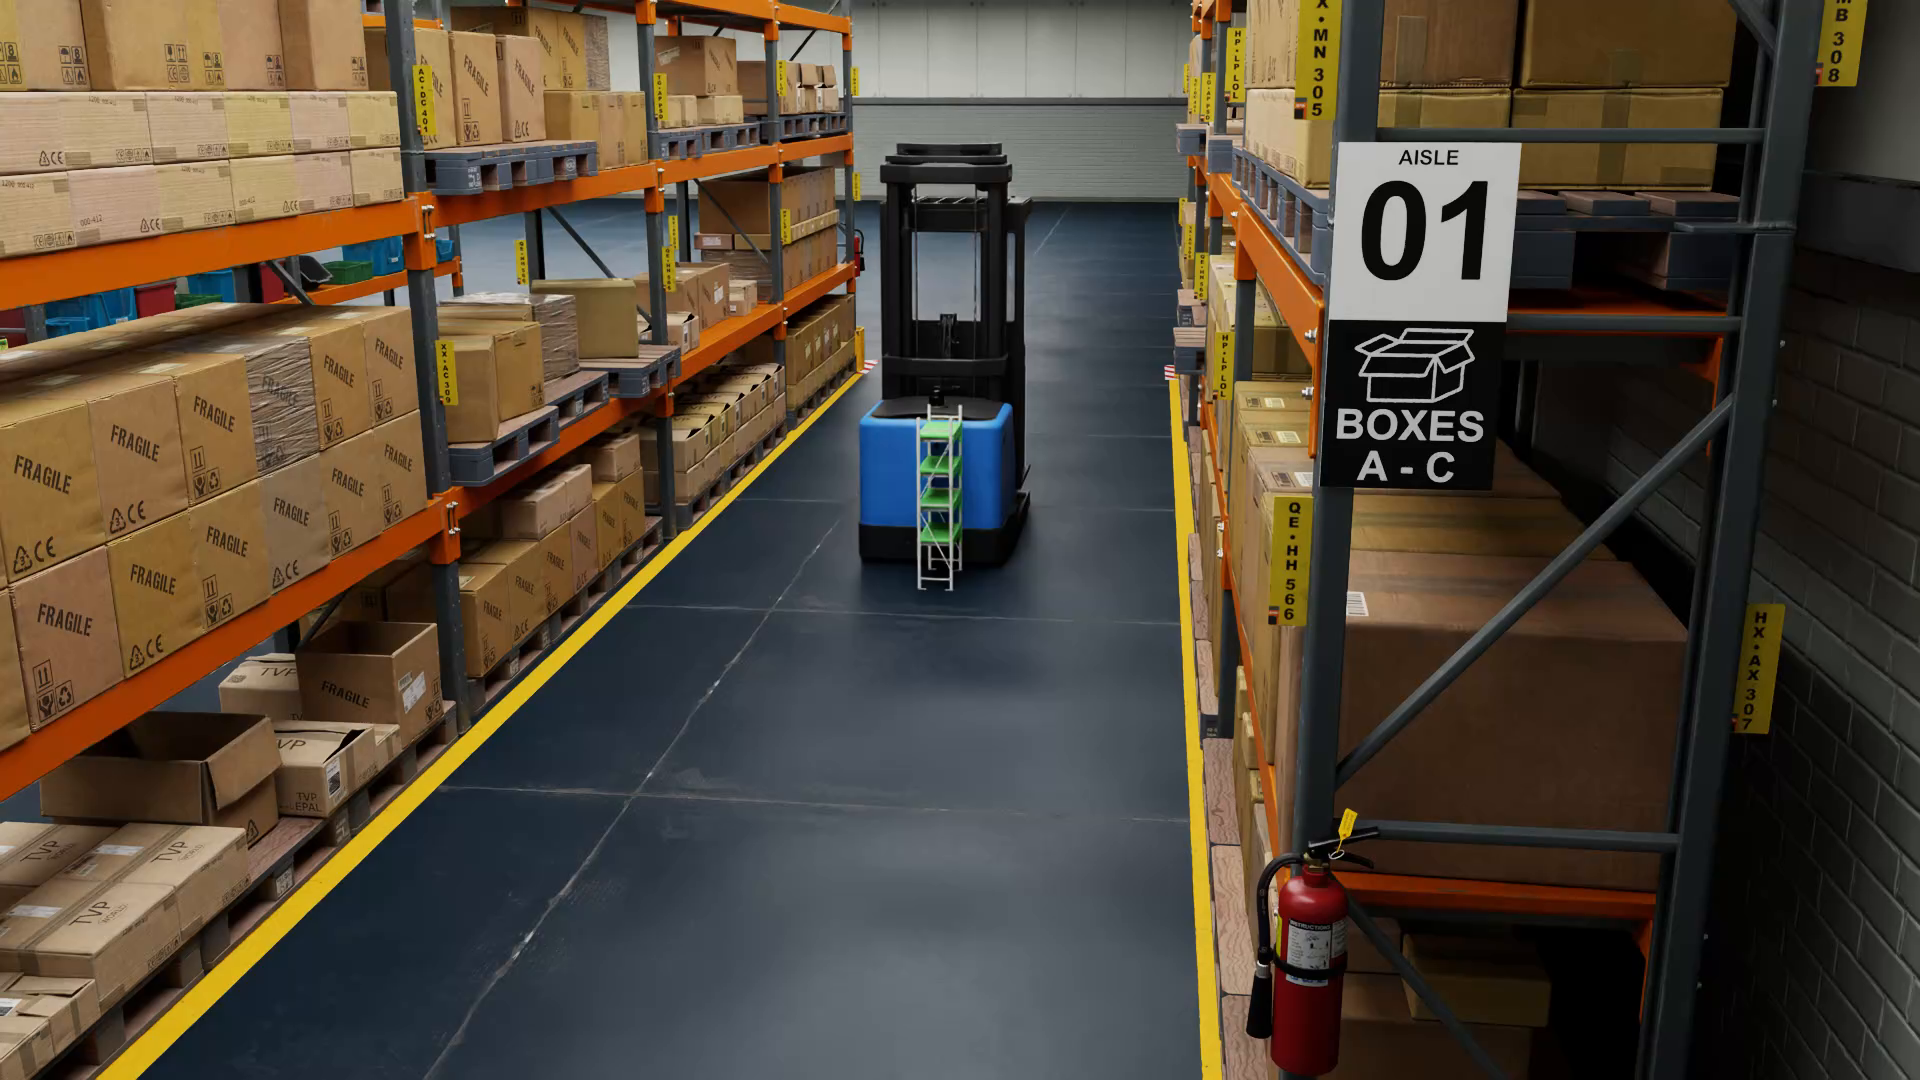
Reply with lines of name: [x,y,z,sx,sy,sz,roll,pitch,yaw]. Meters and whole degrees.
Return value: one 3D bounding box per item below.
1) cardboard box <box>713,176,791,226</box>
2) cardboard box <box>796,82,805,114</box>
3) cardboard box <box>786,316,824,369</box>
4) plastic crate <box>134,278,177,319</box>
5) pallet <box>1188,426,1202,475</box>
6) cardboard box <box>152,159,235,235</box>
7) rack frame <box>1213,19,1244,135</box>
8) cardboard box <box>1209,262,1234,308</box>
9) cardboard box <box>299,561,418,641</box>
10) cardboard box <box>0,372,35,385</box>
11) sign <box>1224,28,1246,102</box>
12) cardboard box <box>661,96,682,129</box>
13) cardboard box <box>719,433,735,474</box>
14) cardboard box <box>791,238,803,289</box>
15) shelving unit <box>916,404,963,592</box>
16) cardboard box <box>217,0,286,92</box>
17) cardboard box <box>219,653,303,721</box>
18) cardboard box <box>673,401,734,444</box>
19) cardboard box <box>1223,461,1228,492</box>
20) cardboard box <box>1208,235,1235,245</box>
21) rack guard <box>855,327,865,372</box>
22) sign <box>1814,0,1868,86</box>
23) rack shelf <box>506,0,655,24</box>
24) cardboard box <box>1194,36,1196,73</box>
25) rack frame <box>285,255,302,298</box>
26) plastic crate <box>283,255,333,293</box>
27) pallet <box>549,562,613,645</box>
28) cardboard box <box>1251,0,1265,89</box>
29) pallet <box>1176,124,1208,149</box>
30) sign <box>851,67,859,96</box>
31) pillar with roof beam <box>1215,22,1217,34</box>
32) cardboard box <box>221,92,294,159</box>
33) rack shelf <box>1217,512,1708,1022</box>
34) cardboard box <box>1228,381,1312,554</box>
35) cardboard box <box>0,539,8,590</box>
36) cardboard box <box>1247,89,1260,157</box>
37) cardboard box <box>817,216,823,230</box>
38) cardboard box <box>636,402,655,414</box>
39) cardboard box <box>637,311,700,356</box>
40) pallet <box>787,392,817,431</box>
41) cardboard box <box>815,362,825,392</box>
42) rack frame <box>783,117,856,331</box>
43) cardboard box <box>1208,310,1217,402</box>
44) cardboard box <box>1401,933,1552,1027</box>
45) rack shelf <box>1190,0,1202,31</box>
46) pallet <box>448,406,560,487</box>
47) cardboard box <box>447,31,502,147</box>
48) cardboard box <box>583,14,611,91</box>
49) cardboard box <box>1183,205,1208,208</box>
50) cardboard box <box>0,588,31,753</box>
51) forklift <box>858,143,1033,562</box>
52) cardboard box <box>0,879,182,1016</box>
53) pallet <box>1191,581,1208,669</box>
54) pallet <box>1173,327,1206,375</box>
cardboard box: [-2.123,-3.432,16.932,0.700,0.500,0.500,2,15,6]
cardboard box: [-1.843,-4.450,16.723,0.500,0.311,0.500,1,15,3]
cardboard box: [-1.747,-2.119,17.780,0.500,0.500,0.500,2,15,6]
plastic crate: [-7.109,-2.062,14.418,0.402,0.464,0.583,2,15,6]
pallet: [2.613,-0.818,15.285,1.003,0.211,1.213,2,15,6]
cardboard box: [-3.092,-1.289,6.225,0.500,0.250,0.500,2,15,6]
rack frame: [2.248,-4.225,11.048,1.000,3.000,0.127,2,15,6]
cardboard box: [1.881,-1.643,10.755,0.500,0.250,0.500,1,15,5]
cardboard box: [-3.355,0.421,9.304,0.500,0.500,0.500,2,15,6]
cardboard box: [-3.690,-0.319,5.989,0.500,0.500,0.500,2,15,8]
sign: [1.257,-2.155,7.544,0.100,0.325,0.005,2,15,6]
cardboard box: [-2.562,-3.456,13.434,0.500,0.250,0.500,1,15,5]
cardboard box: [-2.215,-0.742,14.123,0.500,0.250,0.500,1,15,5]
cardboard box: [-2.065,-2.942,17.604,0.700,0.500,0.500,2,15,7]
shelving unit: [-0.138,-0.296,11.456,0.258,1.200,0.503,2,15,7]
cardboard box: [-3.340,-2.163,7.060,0.700,0.500,0.500,2,15,6]
cardboard box: [-3.388,0.751,8.445,0.500,0.311,0.500,2,15,6]
cardboard box: [-2.213,-1.016,14.062,0.500,0.311,0.500,1,15,5]
cardboard box: [1.559,-0.342,8.624,0.380,0.149,0.250,2,15,7]
cardboard box: [2.608,-2.496,15.113,0.700,0.500,0.500,2,15,6]
rack guard: [-1.769,-2.348,20.390,1.175,0.500,0.348,2,15,6]
sign: [1.896,-1.144,3.575,0.100,0.325,0.005,2,15,6]
rack shelf: [-2.900,-3.311,9.812,1.077,0.370,4.000,2,15,6]
cardboard box: [2.538,-4.636,16.170,0.500,0.500,0.500,3,15,9]
rack frame: [-7.144,-2.658,16.747,1.000,3.000,0.127,2,15,6]
plastic crate: [-6.959,-2.760,17.243,0.767,0.338,0.504,2,15,6]
pallet: [-2.936,0.380,10.852,1.003,0.211,1.213,2,15,6]
cardboard box: [1.386,-1.970,6.310,0.500,0.500,0.500,1,15,5]
pallet: [2.524,-3.567,14.720,1.213,0.211,1.003,2,15,6]
sign: [-1.234,-5.367,19.471,0.100,0.325,0.005,2,15,6]
pillar with roof beam: [3.039,-14.001,47.199,9.100,9.000,0.400,2,15,6]
cardboard box: [-3.029,-1.660,6.638,0.500,0.250,0.500,2,15,6]
rack shelf: [1.571,0.574,6.170,1.077,0.370,4.000,2,15,6]
cardboard box: [1.720,-0.296,7.437,0.980,0.700,0.700,2,15,7]
cardboard box: [-3.265,-0.037,4.947,0.500,0.500,0.500,2,15,8]
cardboard box: [1.385,-1.615,6.433,0.500,0.250,0.500,1,15,5]
cardboard box: [-1.742,-3.538,18.566,0.380,0.149,0.250,2,15,8]
cardboard box: [-2.748,-1.029,14.110,0.500,0.311,0.500,2,15,6]
cardboard box: [-2.381,-1.657,13.215,0.500,0.311,0.500,2,15,6]
pallet: [-2.091,-1.370,17.326,1.003,0.211,1.213,2,15,6]
cardboard box: [-1.746,-1.757,17.877,0.500,0.250,0.500,2,15,6]
rack frame: [-1.771,-3.549,20.040,1.000,3.000,0.127,2,15,6]
cardboard box: [1.814,-1.148,10.361,0.500,0.500,0.500,2,15,6]
cardboard box: [1.510,1.290,4.885,0.380,0.149,0.250,2,15,7]
rack shelf: [2.925,-5.432,16.897,1.077,0.370,4.000,2,15,6]
pallet: [-2.927,-0.548,9.310,1.003,0.211,1.213,2,15,6]
cardboard box: [-2.943,-2.486,9.176,0.600,0.600,0.600,2,15,6]
cardboard box: [-2.730,-3.340,11.414,0.500,0.500,0.500,2,15,6]
cardboard box: [2.733,-3.460,18.525,0.500,0.500,0.500,2,15,6]
cardboard box: [-3.265,0.445,5.077,0.500,0.500,0.500,2,15,7]
forklift: [-0.025,-1.594,12.943,1.130,2.935,3.031,2,15,7]
cardboard box: [-3.177,1.453,5.965,0.500,0.250,0.500,2,15,6]
pallet: [1.944,0.535,10.280,1.003,0.211,1.213,2,15,6]
pallet: [2.223,-1.424,12.551,1.213,0.211,1.003,2,15,6]
